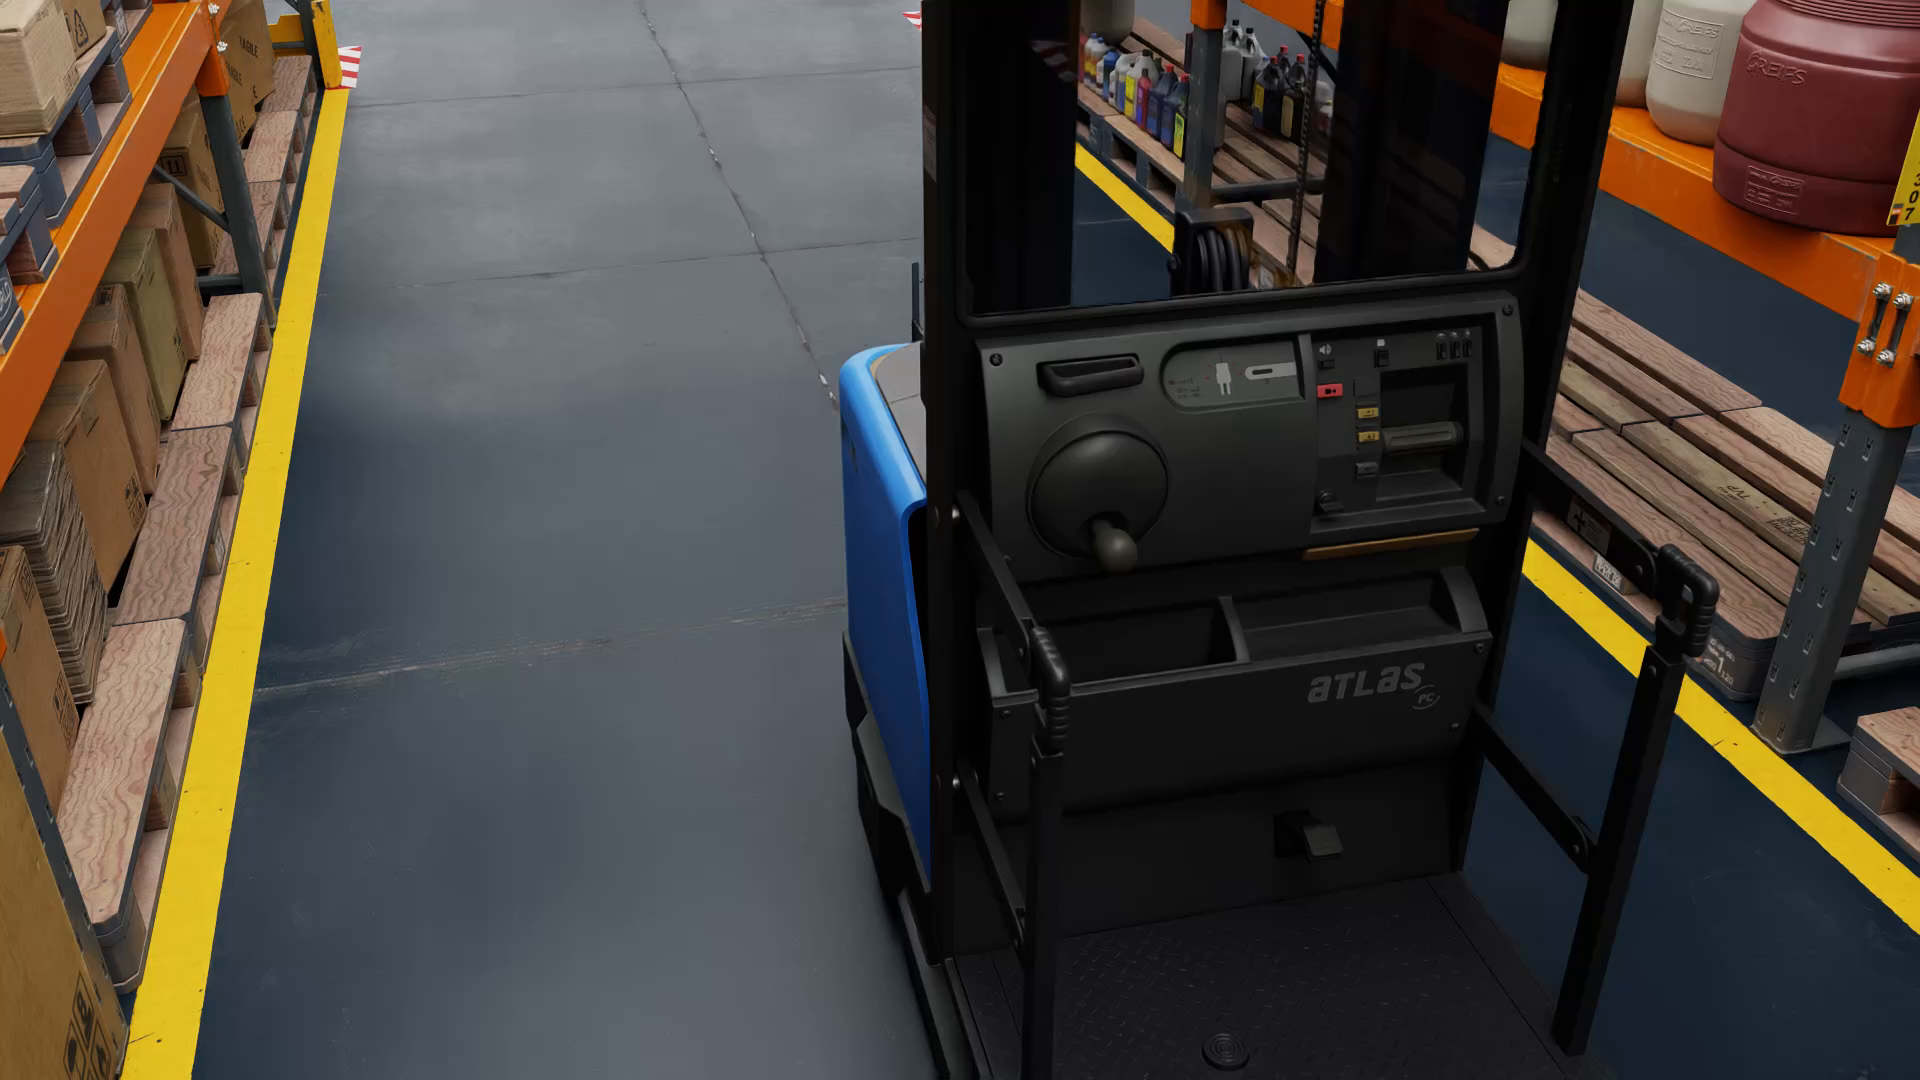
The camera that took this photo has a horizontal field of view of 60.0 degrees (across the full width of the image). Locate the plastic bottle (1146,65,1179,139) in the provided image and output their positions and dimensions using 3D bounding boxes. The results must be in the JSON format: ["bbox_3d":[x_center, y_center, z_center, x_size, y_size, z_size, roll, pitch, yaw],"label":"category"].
[{"bbox_3d":[1.016,-2.173,8.215,0.144,0.351,0.185,-9,31,-16],"label":"plastic bottle"}]

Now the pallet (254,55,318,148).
[{"bbox_3d":[-4.120,-2.397,9.180,1.003,0.211,1.213,-8,31,-13],"label":"pallet"}]

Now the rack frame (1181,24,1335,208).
[{"bbox_3d":[1.516,-2.764,7.031,1.000,3.000,0.127,-8,31,-13],"label":"rack frame"}]

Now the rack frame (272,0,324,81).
[{"bbox_3d":[-4.321,-4.037,9.231,1.000,3.000,0.127,-8,31,-13],"label":"rack frame"}]

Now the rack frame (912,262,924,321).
[{"bbox_3d":[-0.025,-0.435,5.103,0.240,0.900,0.006,-8,31,-13],"label":"rack frame"}]

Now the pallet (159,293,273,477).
[{"bbox_3d":[-3.052,-0.523,5.942,1.003,0.211,1.213,-8,31,-13],"label":"pallet"}]

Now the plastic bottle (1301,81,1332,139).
[{"bbox_3d":[1.742,-2.140,8.233,0.152,0.276,0.135,-7,31,-11],"label":"plastic bottle"}]

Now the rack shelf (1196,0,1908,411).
[{"bbox_3d":[2.047,-1.487,5.542,1.077,0.370,4.000,-8,31,-13],"label":"rack shelf"}]

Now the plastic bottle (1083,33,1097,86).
[{"bbox_3d":[0.726,-2.623,9.071,0.097,0.271,0.097,0,30,0],"label":"plastic bottle"}]

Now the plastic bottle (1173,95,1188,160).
[{"bbox_3d":[1.070,-1.967,7.927,0.061,0.283,0.133,-6,31,-11],"label":"plastic bottle"}]

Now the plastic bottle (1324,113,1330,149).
[{"bbox_3d":[1.827,-2.004,8.073,0.097,0.201,0.097,0,30,0],"label":"plastic bottle"}]

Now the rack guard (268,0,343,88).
[{"bbox_3d":[-4.301,-2.919,9.793,1.175,0.500,0.348,-8,31,-13],"label":"rack guard"}]

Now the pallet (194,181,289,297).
[{"bbox_3d":[-3.472,-1.218,7.144,1.003,0.211,1.213,-8,31,-13],"label":"pallet"}]

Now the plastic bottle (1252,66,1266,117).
[{"bbox_3d":[1.547,-2.272,8.466,0.097,0.271,0.097,0,30,0],"label":"plastic bottle"}]

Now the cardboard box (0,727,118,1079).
[{"bbox_3d":[-2.035,0.901,2.402,1.225,0.875,0.875,-9,31,-16],"label":"cardboard box"}]

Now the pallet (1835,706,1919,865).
[{"bbox_3d":[2.827,0.750,3.743,1.003,0.211,1.213,-8,31,-13],"label":"pallet"}]

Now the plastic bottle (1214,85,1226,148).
[{"bbox_3d":[1.206,-2.100,8.088,0.144,0.351,0.185,-8,31,-13],"label":"plastic bottle"}]

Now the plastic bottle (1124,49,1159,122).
[{"bbox_3d":[0.930,-2.329,8.485,0.144,0.351,0.185,-8,31,-14],"label":"plastic bottle"}]

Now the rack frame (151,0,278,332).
[{"bbox_3d":[-3.260,-2.105,5.893,1.000,3.000,0.127,-8,31,-13],"label":"rack frame"}]

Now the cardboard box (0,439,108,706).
[{"bbox_3d":[-2.555,0.131,4.086,0.700,0.500,0.500,-10,32,-17],"label":"cardboard box"}]

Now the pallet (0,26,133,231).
[{"bbox_3d":[-2.763,-1.041,4.246,1.003,0.211,1.213,-8,31,-13],"label":"pallet"}]

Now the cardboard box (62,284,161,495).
[{"bbox_3d":[-2.860,-0.411,5.023,0.700,0.500,0.500,-11,32,-18],"label":"cardboard box"}]

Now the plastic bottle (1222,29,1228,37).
[{"bbox_3d":[1.441,-2.686,9.176,0.152,0.276,0.135,-9,31,-15],"label":"plastic bottle"}]

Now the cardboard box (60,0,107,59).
[{"bbox_3d":[-2.710,-1.507,4.337,0.797,0.503,0.637,-5,30,-8],"label":"cardboard box"}]

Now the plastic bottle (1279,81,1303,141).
[{"bbox_3d":[1.639,-2.129,8.206,0.061,0.283,0.133,-8,31,-13],"label":"plastic bottle"}]

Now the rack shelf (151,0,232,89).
[{"bbox_3d":[-3.790,-2.760,7.742,1.077,0.370,4.000,-8,31,-13],"label":"rack shelf"}]

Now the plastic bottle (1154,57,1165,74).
[{"bbox_3d":[1.022,-2.326,8.547,0.061,0.283,0.133,-8,31,-13],"label":"plastic bottle"}]

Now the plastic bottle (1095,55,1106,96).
[{"bbox_3d":[0.779,-2.496,8.923,0.097,0.201,0.097,0,30,0],"label":"plastic bottle"}]

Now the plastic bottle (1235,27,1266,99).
[{"bbox_3d":[1.539,-2.549,8.865,0.144,0.351,0.185,-8,31,-14],"label":"plastic bottle"}]

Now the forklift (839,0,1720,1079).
[{"bbox_3d":[0.542,-0.126,2.542,1.130,2.935,3.031,-7,31,-12],"label":"forklift"}]

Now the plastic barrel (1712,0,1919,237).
[{"bbox_3d":[2.162,-1.075,3.976,0.600,0.536,0.708,-8,31,-13],"label":"plastic barrel"}]

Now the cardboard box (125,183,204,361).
[{"bbox_3d":[-3.117,-0.914,5.892,0.700,0.500,0.500,-10,32,-17],"label":"cardboard box"}]

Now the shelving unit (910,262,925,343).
[{"bbox_3d":[0.002,-0.386,5.018,0.258,0.900,0.210,-8,31,-13],"label":"shelving unit"}]

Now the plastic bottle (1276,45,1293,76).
[{"bbox_3d":[1.651,-2.344,8.510,0.144,0.351,0.185,-9,31,-15],"label":"plastic bottle"}]

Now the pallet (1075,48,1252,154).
[{"bbox_3d":[1.050,-2.477,9.319,1.003,0.211,1.213,-8,31,-13],"label":"pallet"}]

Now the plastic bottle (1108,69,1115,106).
[{"bbox_3d":[0.833,-2.397,8.751,0.097,0.201,0.097,0,30,0],"label":"plastic bottle"}]

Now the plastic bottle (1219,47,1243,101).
[{"bbox_3d":[1.402,-2.485,8.829,0.152,0.276,0.135,-8,31,-13],"label":"plastic bottle"}]

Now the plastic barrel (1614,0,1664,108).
[{"bbox_3d":[1.987,-1.552,4.826,0.421,0.512,0.421,0,30,0],"label":"plastic barrel"}]

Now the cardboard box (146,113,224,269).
[{"bbox_3d":[-3.327,-1.404,6.757,0.500,0.500,0.500,-9,31,-15],"label":"cardboard box"}]

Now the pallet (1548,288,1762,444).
[{"bbox_3d":[2.089,-0.592,6.063,1.003,0.211,1.213,-8,31,-13],"label":"pallet"}]

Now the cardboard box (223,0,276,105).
[{"bbox_3d":[-3.980,-2.549,8.736,0.500,0.500,0.500,0,30,0],"label":"cardboard box"}]

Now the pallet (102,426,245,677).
[{"bbox_3d":[-2.724,0.068,4.922,1.003,0.211,1.213,-8,31,-13],"label":"pallet"}]
